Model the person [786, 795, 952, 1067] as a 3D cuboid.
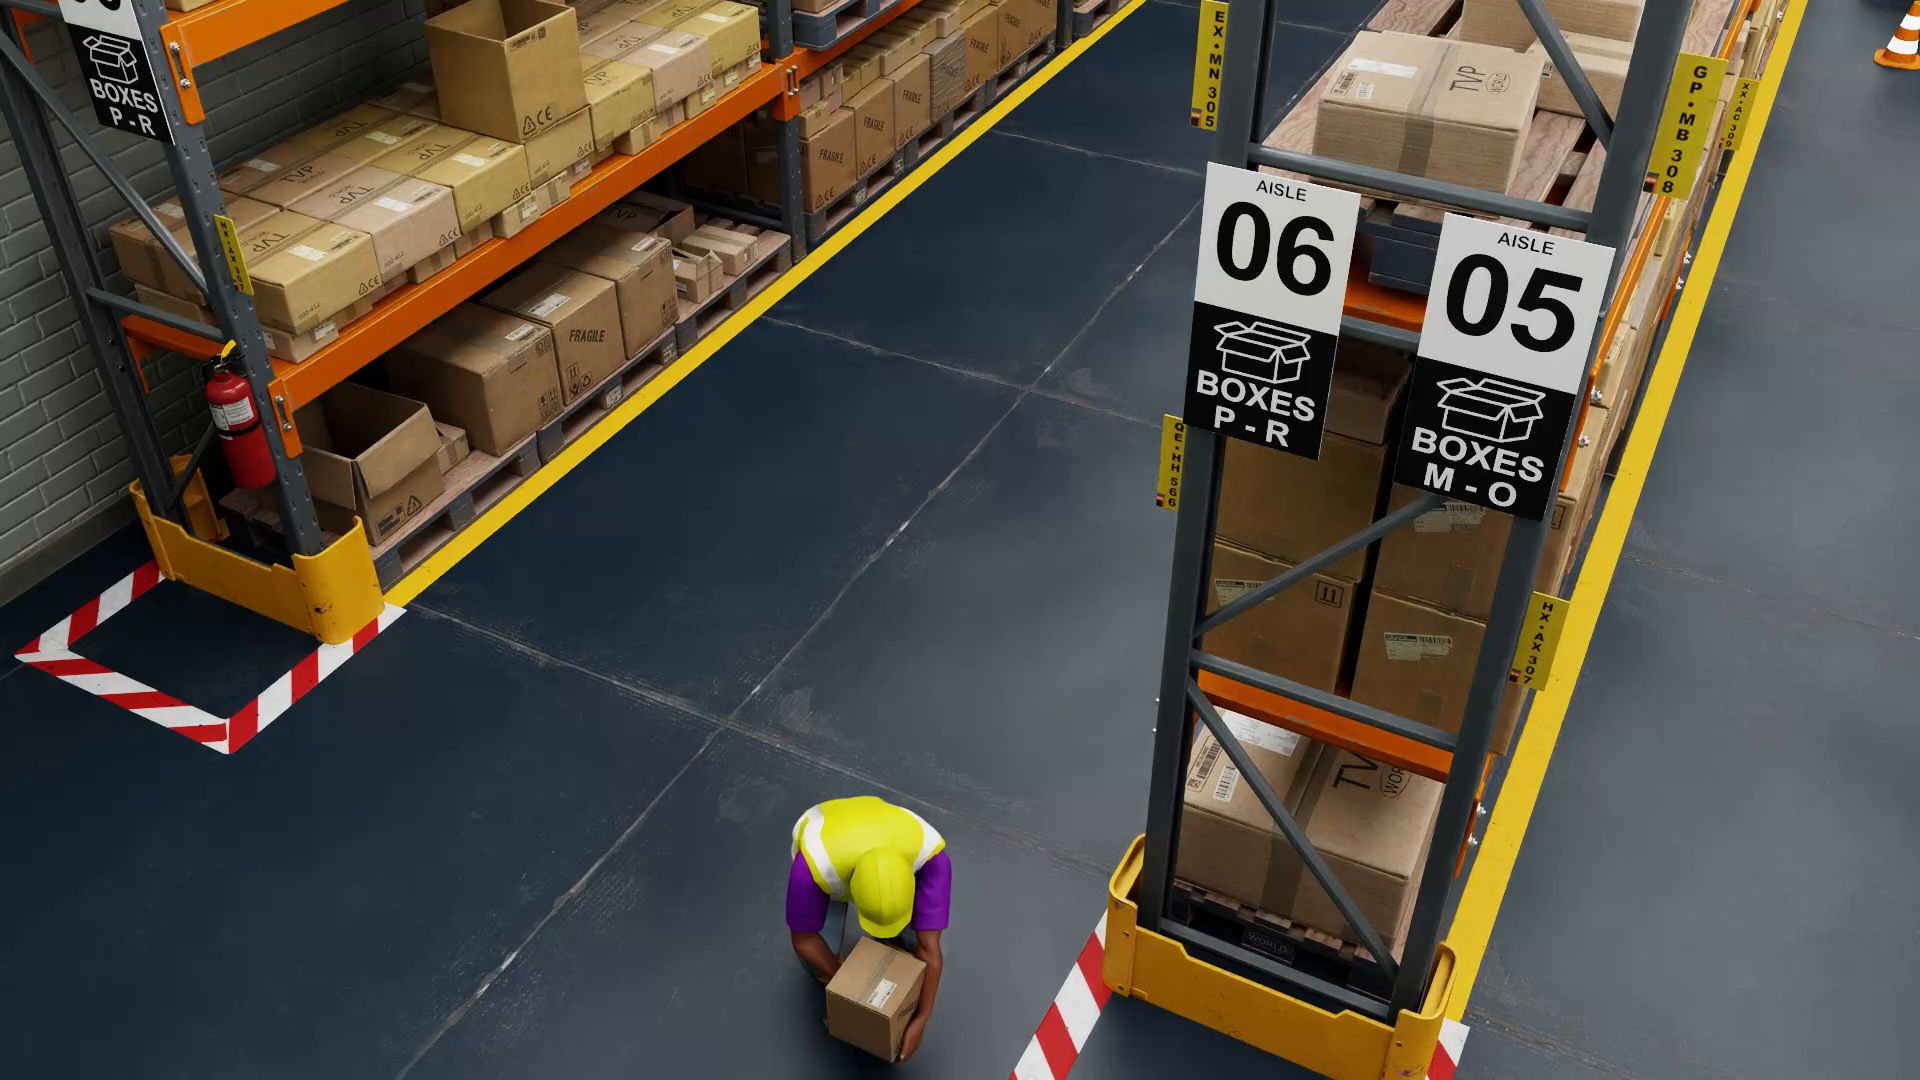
[{"bbox_3d":[-0.320,1.255,5.777,0.574,0.957,0.958,-6,38,-8],"label":"person"}]
